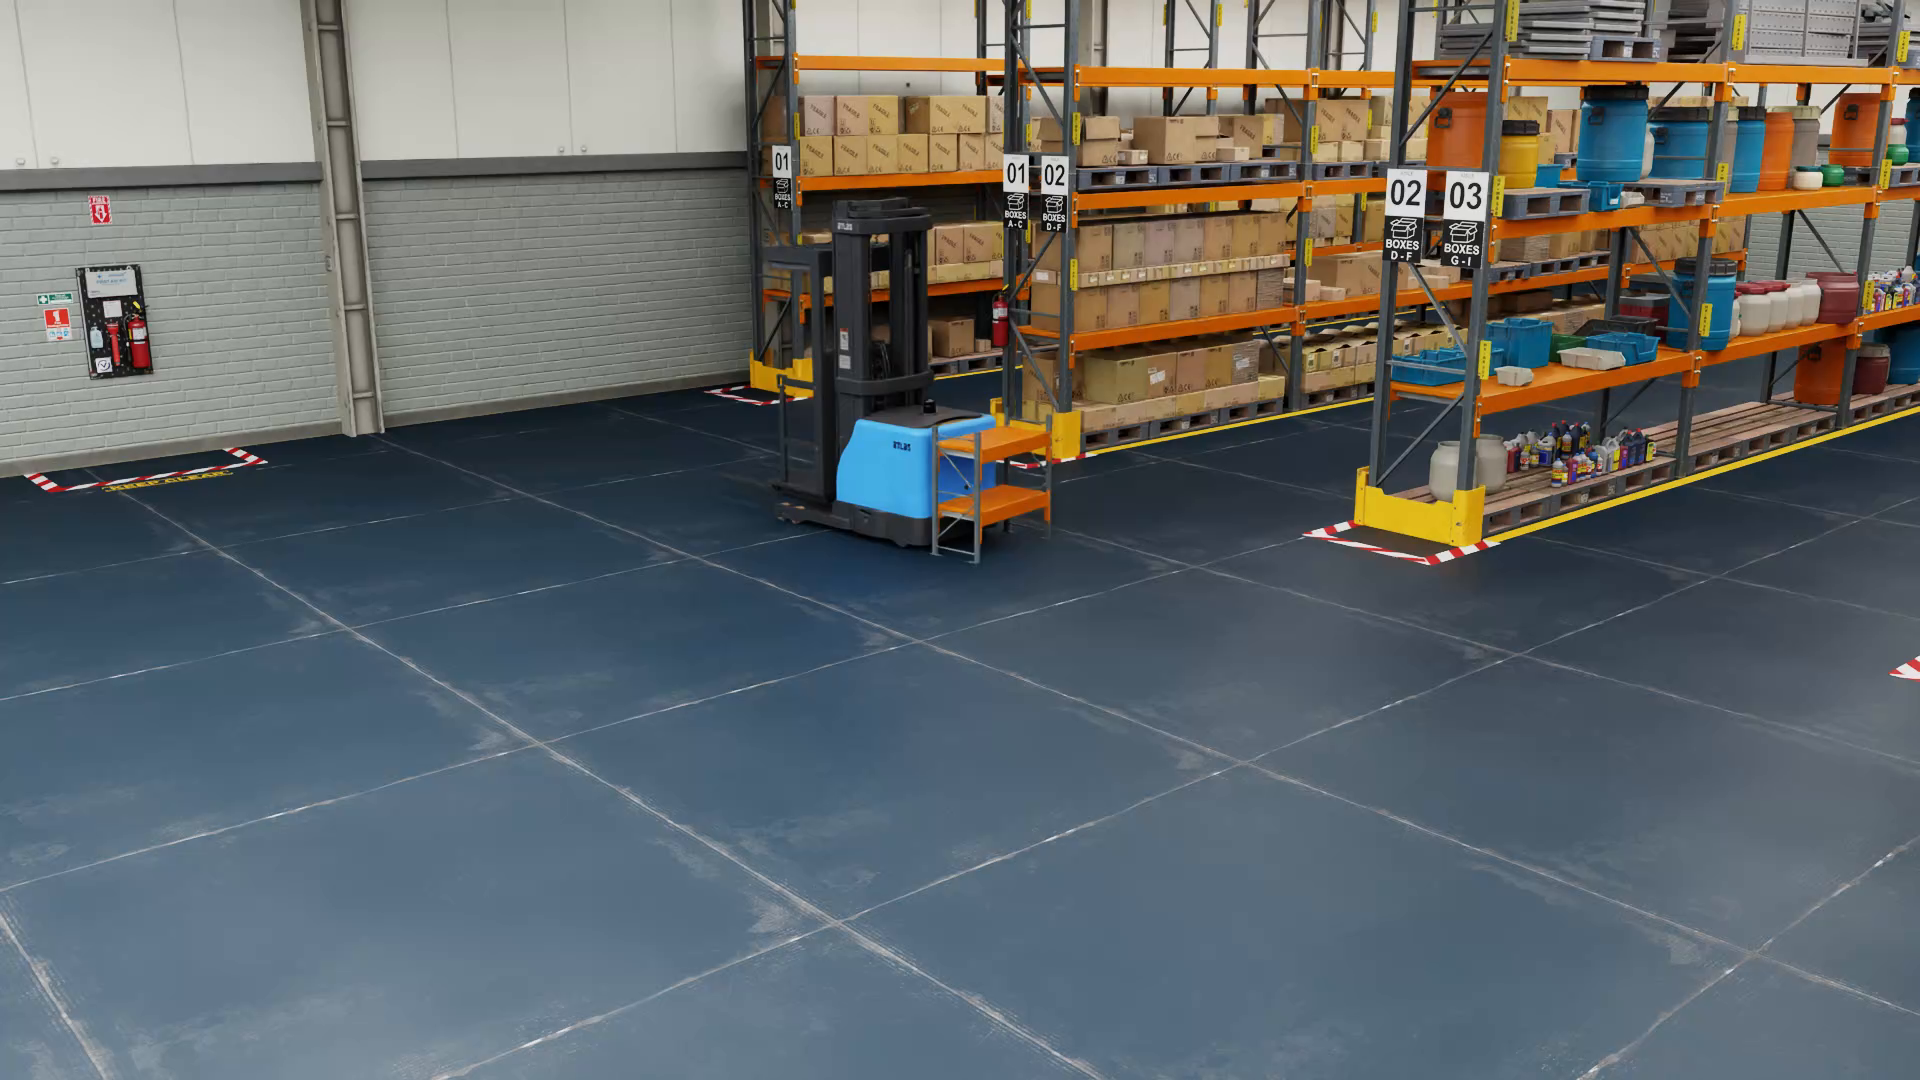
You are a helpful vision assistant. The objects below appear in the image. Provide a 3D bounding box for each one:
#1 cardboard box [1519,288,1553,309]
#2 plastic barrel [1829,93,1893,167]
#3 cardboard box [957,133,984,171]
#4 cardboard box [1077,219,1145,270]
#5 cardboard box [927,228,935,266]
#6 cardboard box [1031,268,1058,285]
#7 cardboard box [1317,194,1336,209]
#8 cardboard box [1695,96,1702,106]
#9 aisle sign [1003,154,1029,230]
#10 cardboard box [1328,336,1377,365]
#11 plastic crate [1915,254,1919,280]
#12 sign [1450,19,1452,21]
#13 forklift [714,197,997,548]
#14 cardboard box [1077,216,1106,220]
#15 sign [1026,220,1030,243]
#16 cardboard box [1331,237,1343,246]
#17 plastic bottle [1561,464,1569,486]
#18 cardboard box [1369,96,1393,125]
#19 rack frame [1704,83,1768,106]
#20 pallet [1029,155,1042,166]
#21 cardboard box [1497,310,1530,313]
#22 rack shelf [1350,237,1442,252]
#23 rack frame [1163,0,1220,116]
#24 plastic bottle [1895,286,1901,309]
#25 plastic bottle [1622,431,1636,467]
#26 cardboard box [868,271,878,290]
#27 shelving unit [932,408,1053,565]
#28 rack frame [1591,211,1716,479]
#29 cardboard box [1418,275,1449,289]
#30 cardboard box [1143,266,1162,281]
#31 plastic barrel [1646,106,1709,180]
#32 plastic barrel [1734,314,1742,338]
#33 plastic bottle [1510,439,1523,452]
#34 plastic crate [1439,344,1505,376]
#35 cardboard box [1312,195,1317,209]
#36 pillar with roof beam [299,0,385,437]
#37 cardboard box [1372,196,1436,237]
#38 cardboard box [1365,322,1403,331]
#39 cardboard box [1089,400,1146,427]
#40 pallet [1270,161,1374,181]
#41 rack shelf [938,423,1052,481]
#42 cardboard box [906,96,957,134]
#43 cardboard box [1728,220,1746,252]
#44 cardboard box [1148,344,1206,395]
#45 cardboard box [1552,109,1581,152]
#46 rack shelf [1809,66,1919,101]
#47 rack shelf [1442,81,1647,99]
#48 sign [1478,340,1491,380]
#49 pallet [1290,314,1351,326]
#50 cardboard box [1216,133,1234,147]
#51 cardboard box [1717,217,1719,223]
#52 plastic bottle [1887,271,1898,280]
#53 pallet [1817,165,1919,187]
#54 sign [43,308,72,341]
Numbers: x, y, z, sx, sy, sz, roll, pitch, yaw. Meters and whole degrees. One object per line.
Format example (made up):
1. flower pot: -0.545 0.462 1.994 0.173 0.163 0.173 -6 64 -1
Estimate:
1. cardboard box: 8.620 -3.663 25.190 0.500 0.250 0.500 -13 19 -39
2. plastic barrel: 10.561 -4.813 19.496 0.708 0.830 0.600 -13 19 -39
3. cardboard box: 0.001 -5.399 23.104 0.500 0.500 0.500 14 20 42
4. cardboard box: 1.641 -3.318 18.651 0.500 0.500 0.700 -13 20 -41
5. cardboard box: -0.695 -4.011 22.751 0.500 0.500 0.500 -12 19 -38
6. cardboard box: 1.010 -2.931 18.458 0.250 0.149 0.380 -13 20 -40
7. cardboard box: 6.069 -5.814 28.442 0.500 0.250 0.500 -12 19 -38
8. cardboard box: 11.362 -6.828 26.555 0.500 0.500 0.700 -13 19 -39
9. aisle sign: 0.605 -3.769 18.011 0.004 0.787 0.394 -13 19 -39
10. cardboard box: 5.111 -2.483 21.662 0.500 0.311 0.500 -14 20 -41
11. plastic crate: 13.277 -3.702 22.711 0.575 0.384 0.392 -13 19 -39
12. sign: 9.303 -9.677 31.422 0.005 0.325 0.100 -13 19 -39
13. forklift: -1.087 -1.650 15.247 3.031 2.935 1.130 14 20 41
14. cardboard box: 1.919 -4.660 25.337 0.500 0.500 0.700 -10 18 -32
15. sign: 0.972 -4.422 23.816 0.005 0.325 0.100 -13 19 -39
16. cardboard box: 6.401 -5.192 28.824 0.250 0.149 0.380 -12 19 -38
17. plastic bottle: 5.746 -0.627 15.854 0.097 0.201 0.097 0 15 0
18. cardboard box: 7.367 -7.520 29.108 0.500 0.500 0.500 -13 20 -40
19. rack frame: 12.917 -8.076 27.547 0.127 3.000 1.000 -13 19 -39
20. pallet: 1.146 -5.551 24.270 1.003 0.211 1.213 -13 19 -39
21. cardboard box: 8.216 -3.209 24.943 0.500 0.500 0.500 -14 20 -41
22. rack shelf: 8.154 -5.455 30.754 4.000 0.370 1.077 -13 19 -39
23. rack frame: 3.627 -7.685 26.081 0.127 3.000 1.000 -13 19 -39
24. plastic bottle: 11.399 -2.960 20.268 0.097 0.271 0.097 0 15 0
25. plastic bottle: 6.672 -0.915 16.643 0.185 0.351 0.144 -14 20 -42
26. cardboard box: -1.449 -3.480 22.216 0.500 0.250 0.500 -13 20 -41
27. shelving unit: 0.285 -0.482 14.377 0.538 1.125 1.048 12 19 37
28. rack frame: 7.113 -2.180 17.098 0.127 3.000 1.000 -13 19 -39
29. cardboard box: 6.385 -3.495 22.508 0.250 0.149 0.380 -13 19 -39
30. cardboard box: 2.062 -3.029 18.825 0.250 0.149 0.380 -14 20 -41
31. plastic barrel: 7.354 -4.000 17.127 0.708 0.901 0.600 -13 19 -39
32. plastic barrel: 8.213 -2.307 17.844 0.301 0.262 0.301 0 15 0
33. plastic bottle: 5.506 -0.856 16.568 0.135 0.276 0.152 -13 20 -41
34. plastic crate: 4.771 -1.682 15.524 0.408 0.251 0.499 -13 19 -39
35. cardboard box: 5.684 -5.728 28.118 0.500 0.250 0.500 -12 19 -38
36. pillar with roof beam: -4.148 -4.762 15.139 0.400 9.000 9.100 -13 19 -39
37. cardboard box: 8.162 -5.945 30.613 0.700 0.700 0.980 -14 20 -42
38. cardboard box: 5.903 -2.846 23.018 0.500 0.311 0.500 -13 20 -41
39. cardboard box: 1.772 -1.475 18.972 0.500 0.250 0.500 -13 19 -39
40. pallet: 4.521 -4.653 20.917 1.217 0.209 0.805 -14 20 -42
41. rack shelf: 0.285 -0.765 14.301 0.538 0.278 1.000 12 19 37
42. cardboard box: -0.384 -5.776 22.578 0.500 0.500 0.500 -14 20 -41
43. cardboard box: 12.758 -5.097 27.826 0.500 0.500 0.500 -12 19 -38
44. cardboard box: 2.531 -2.005 19.505 0.500 0.500 0.500 -13 19 -39
45. cardboard box: 8.982 -6.060 24.611 0.600 0.600 0.600 -13 20 -40
46. rack shelf: 11.640 -5.554 20.274 4.000 0.370 1.077 -13 19 -39
47. rack shelf: 8.391 -6.519 23.886 4.000 0.370 1.077 -13 19 -39
48. sign: 4.454 -1.528 14.122 0.005 0.325 0.100 -13 19 -39
49. pallet: 6.112 -3.971 29.208 1.213 0.211 1.003 -13 19 -39
50. cardboard box: 2.904 -4.696 19.793 0.500 0.311 0.500 -14 20 -42
51. cardboard box: 11.993 -5.406 27.043 0.500 0.500 0.500 -12 19 -38
52. plastic bottle: 12.273 -3.409 21.940 0.135 0.276 0.152 -13 19 -39
53. pallet: 10.772 -4.326 19.686 1.213 0.211 1.003 -13 19 -39
54. sign: -9.348 -2.234 17.232 0.234 0.329 0.001 -13 19 -39
